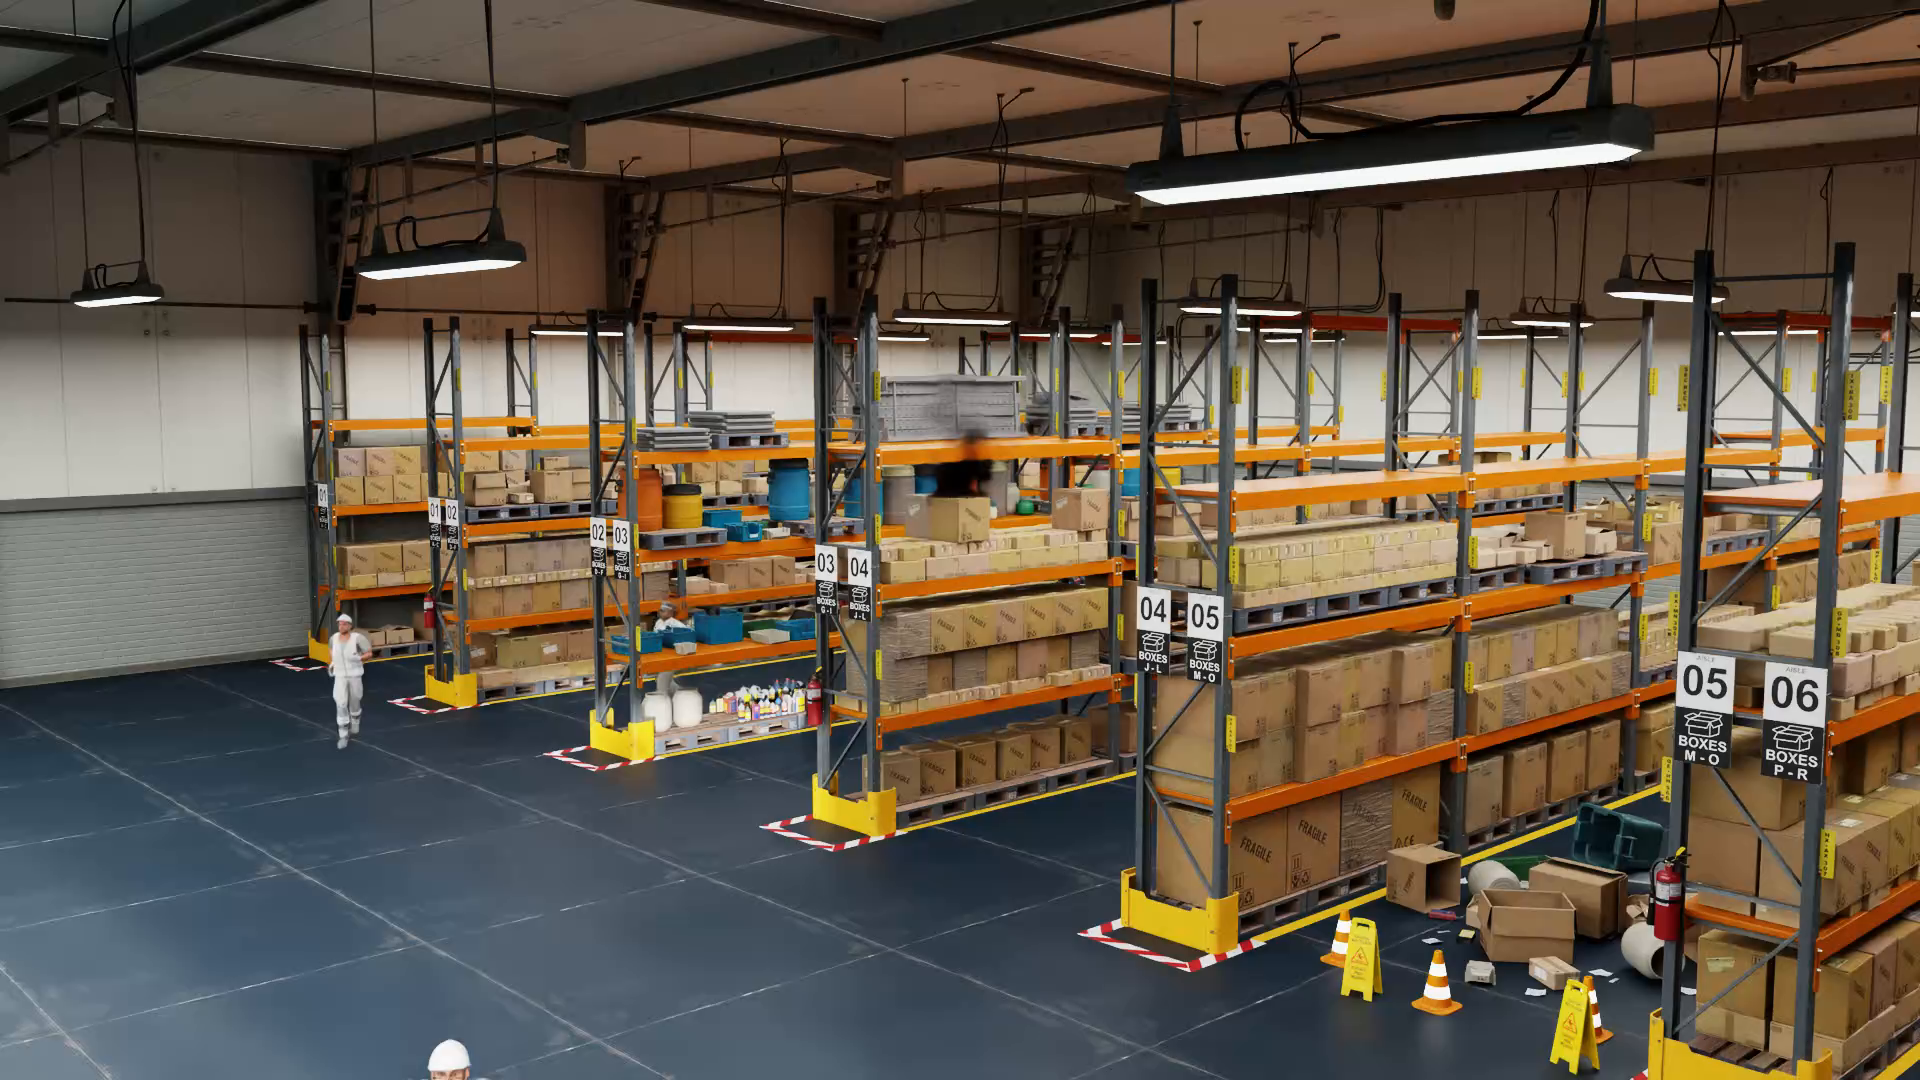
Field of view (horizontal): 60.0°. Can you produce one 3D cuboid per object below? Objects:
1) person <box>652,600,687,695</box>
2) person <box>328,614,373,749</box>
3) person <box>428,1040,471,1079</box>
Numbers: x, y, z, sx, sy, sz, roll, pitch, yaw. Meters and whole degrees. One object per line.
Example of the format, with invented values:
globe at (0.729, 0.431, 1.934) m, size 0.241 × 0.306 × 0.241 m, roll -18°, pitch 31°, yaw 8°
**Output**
person at (-4.351, 1.768, 24.688) m, size 0.660 × 1.768 × 0.987 m, roll 5°, pitch 8°, yaw 43°
person at (-8.507, 1.927, 23.210) m, size 0.629 × 1.815 × 0.916 m, roll -1°, pitch 6°, yaw -10°
person at (-2.634, 3.429, 8.627) m, size 0.697 × 1.743 × 0.768 m, roll -2°, pitch 6°, yaw -16°
